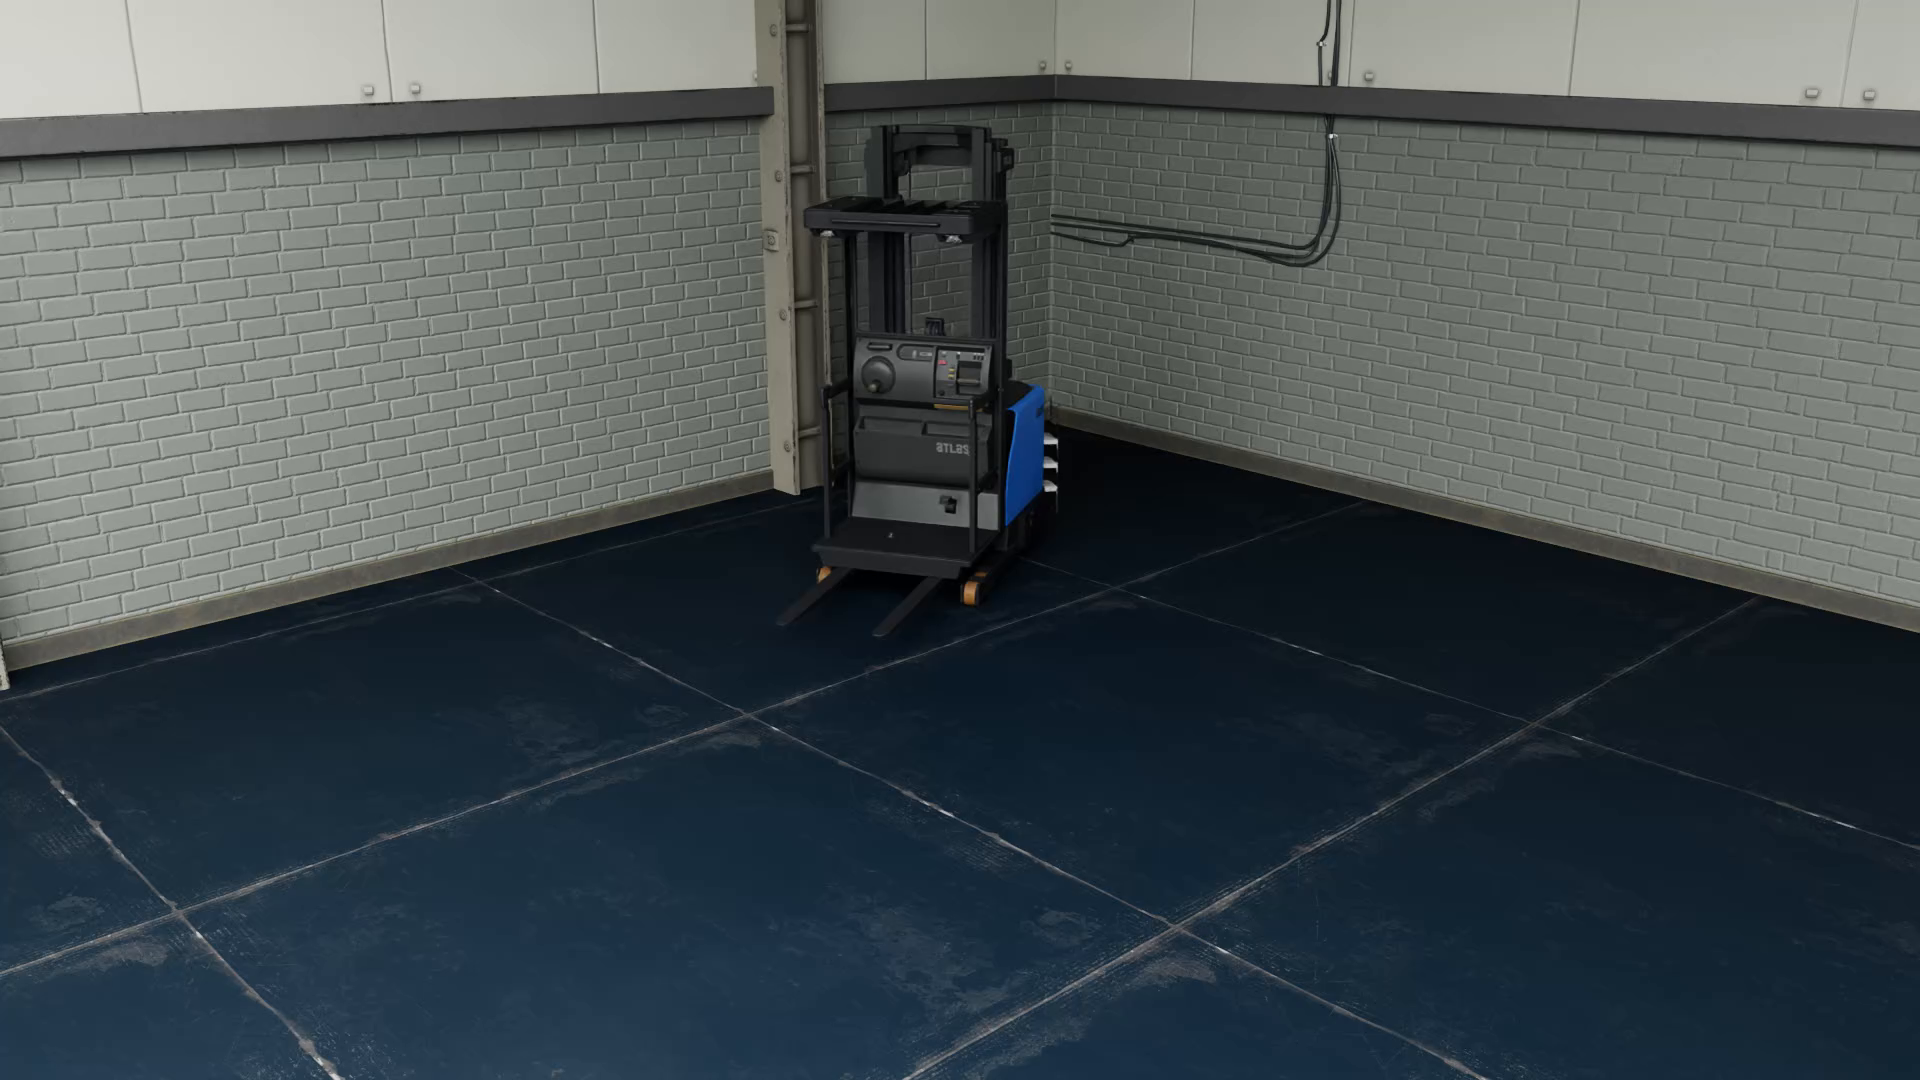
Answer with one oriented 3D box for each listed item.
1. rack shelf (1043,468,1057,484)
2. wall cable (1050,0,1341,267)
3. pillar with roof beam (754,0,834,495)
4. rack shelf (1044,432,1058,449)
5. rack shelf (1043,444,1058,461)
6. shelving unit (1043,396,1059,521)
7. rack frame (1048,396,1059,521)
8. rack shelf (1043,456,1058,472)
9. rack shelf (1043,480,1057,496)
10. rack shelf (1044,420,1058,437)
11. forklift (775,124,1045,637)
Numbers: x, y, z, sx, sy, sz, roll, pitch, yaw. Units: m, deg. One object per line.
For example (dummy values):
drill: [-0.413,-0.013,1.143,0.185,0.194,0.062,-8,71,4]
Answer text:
rack shelf: [0.598,-0.480,12.407,0.200,0.077,0.258,-4,18,-11]
wall cable: [1.792,-3.559,13.405,0.112,2.526,3.097,-16,24,-41]
pillar with roof beam: [1.701,-3.743,8.939,0.400,9.000,9.100,-16,24,-41]
rack shelf: [0.598,-0.737,12.324,0.200,0.077,0.258,-4,18,-11]
rack shelf: [0.598,-0.651,12.351,0.200,0.077,0.258,-4,18,-11]
shelving unit: [0.598,-0.598,12.369,0.210,0.900,0.258,-4,18,-11]
rack frame: [0.698,-0.604,12.388,0.006,0.900,0.240,-4,18,-11]
rack shelf: [0.598,-0.566,12.379,0.200,0.077,0.258,-4,18,-11]
rack shelf: [0.598,-0.395,12.435,0.200,0.077,0.258,-4,18,-11]
rack shelf: [0.598,-0.823,12.296,0.200,0.077,0.258,-4,18,-11]
forklift: [-0.308,-1.105,10.640,1.130,2.935,3.031,6,19,17]
